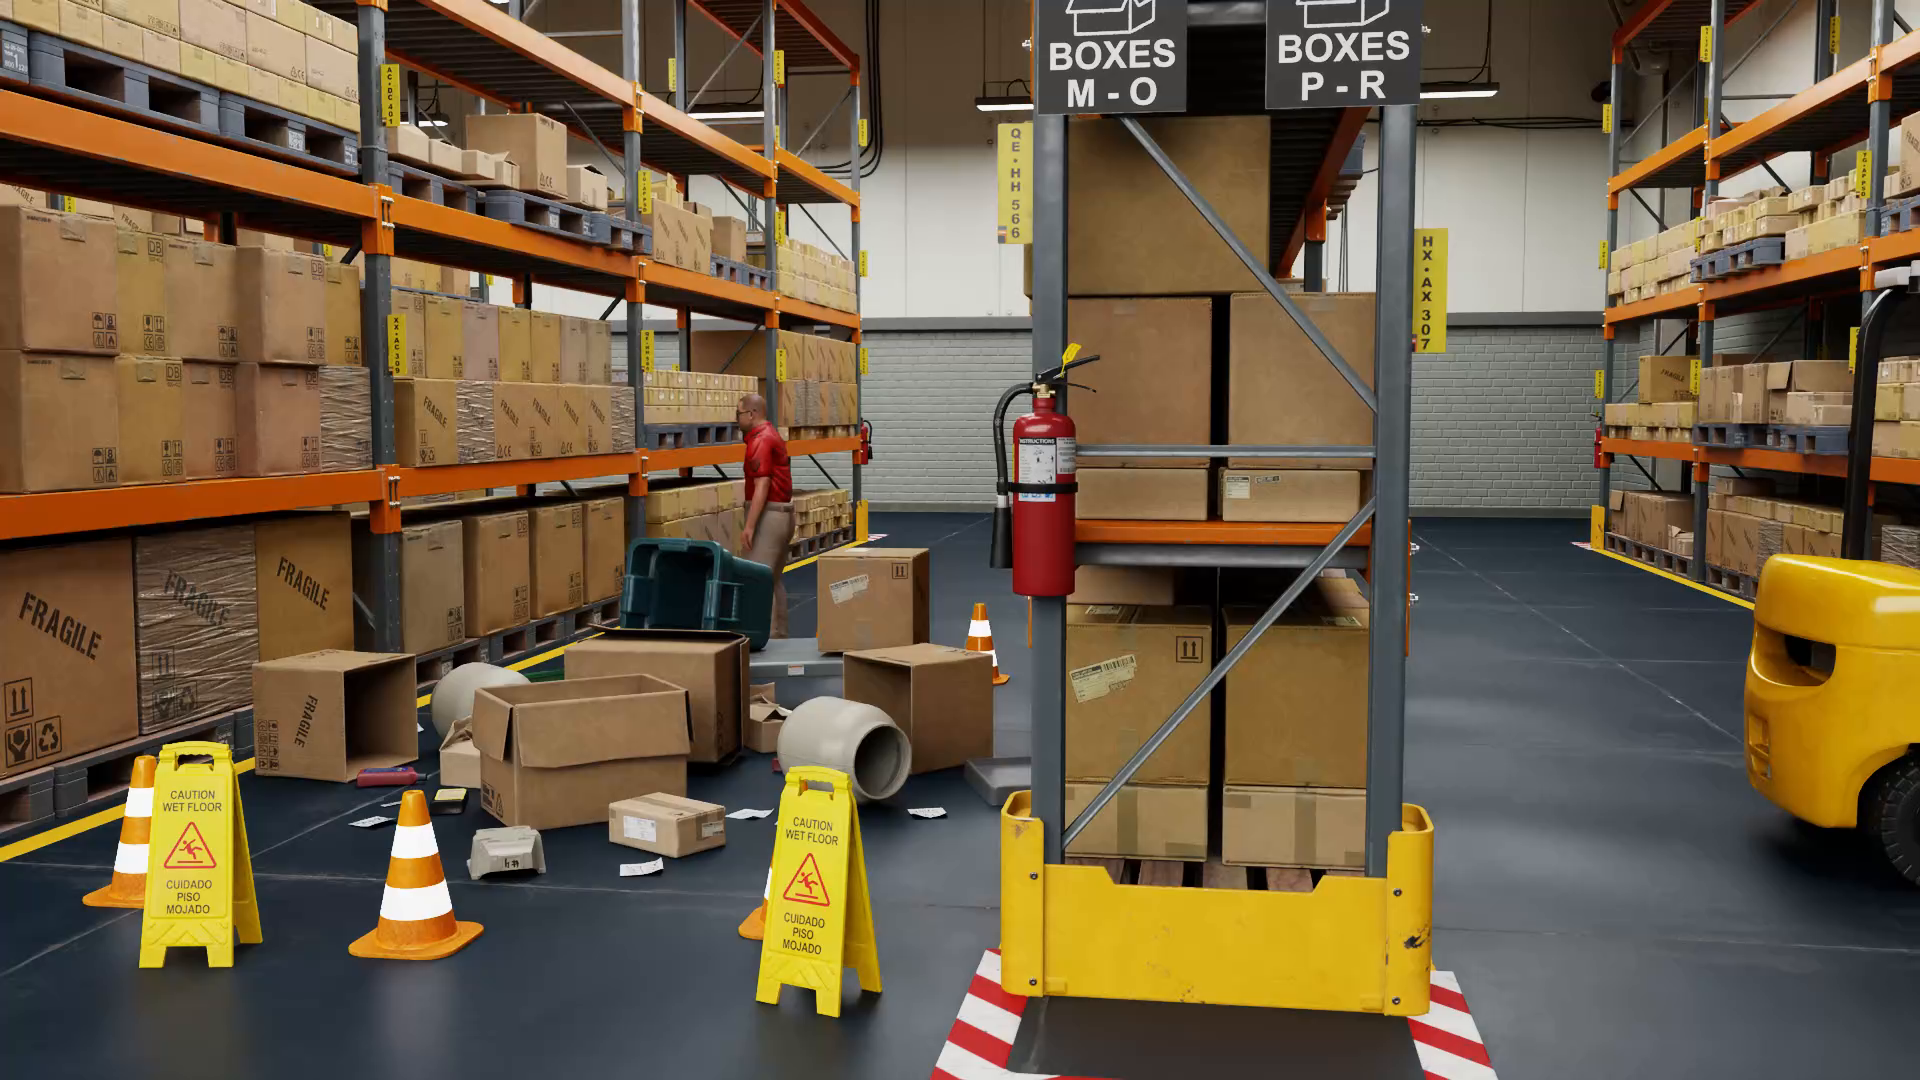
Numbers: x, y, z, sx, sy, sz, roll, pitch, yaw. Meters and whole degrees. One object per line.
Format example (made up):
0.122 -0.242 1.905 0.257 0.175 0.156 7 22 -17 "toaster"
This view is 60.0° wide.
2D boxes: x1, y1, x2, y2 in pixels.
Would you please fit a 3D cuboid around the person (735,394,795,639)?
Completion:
-1.286 -0.090 10.881 0.384 1.728 0.602 0 4 6 "person"
